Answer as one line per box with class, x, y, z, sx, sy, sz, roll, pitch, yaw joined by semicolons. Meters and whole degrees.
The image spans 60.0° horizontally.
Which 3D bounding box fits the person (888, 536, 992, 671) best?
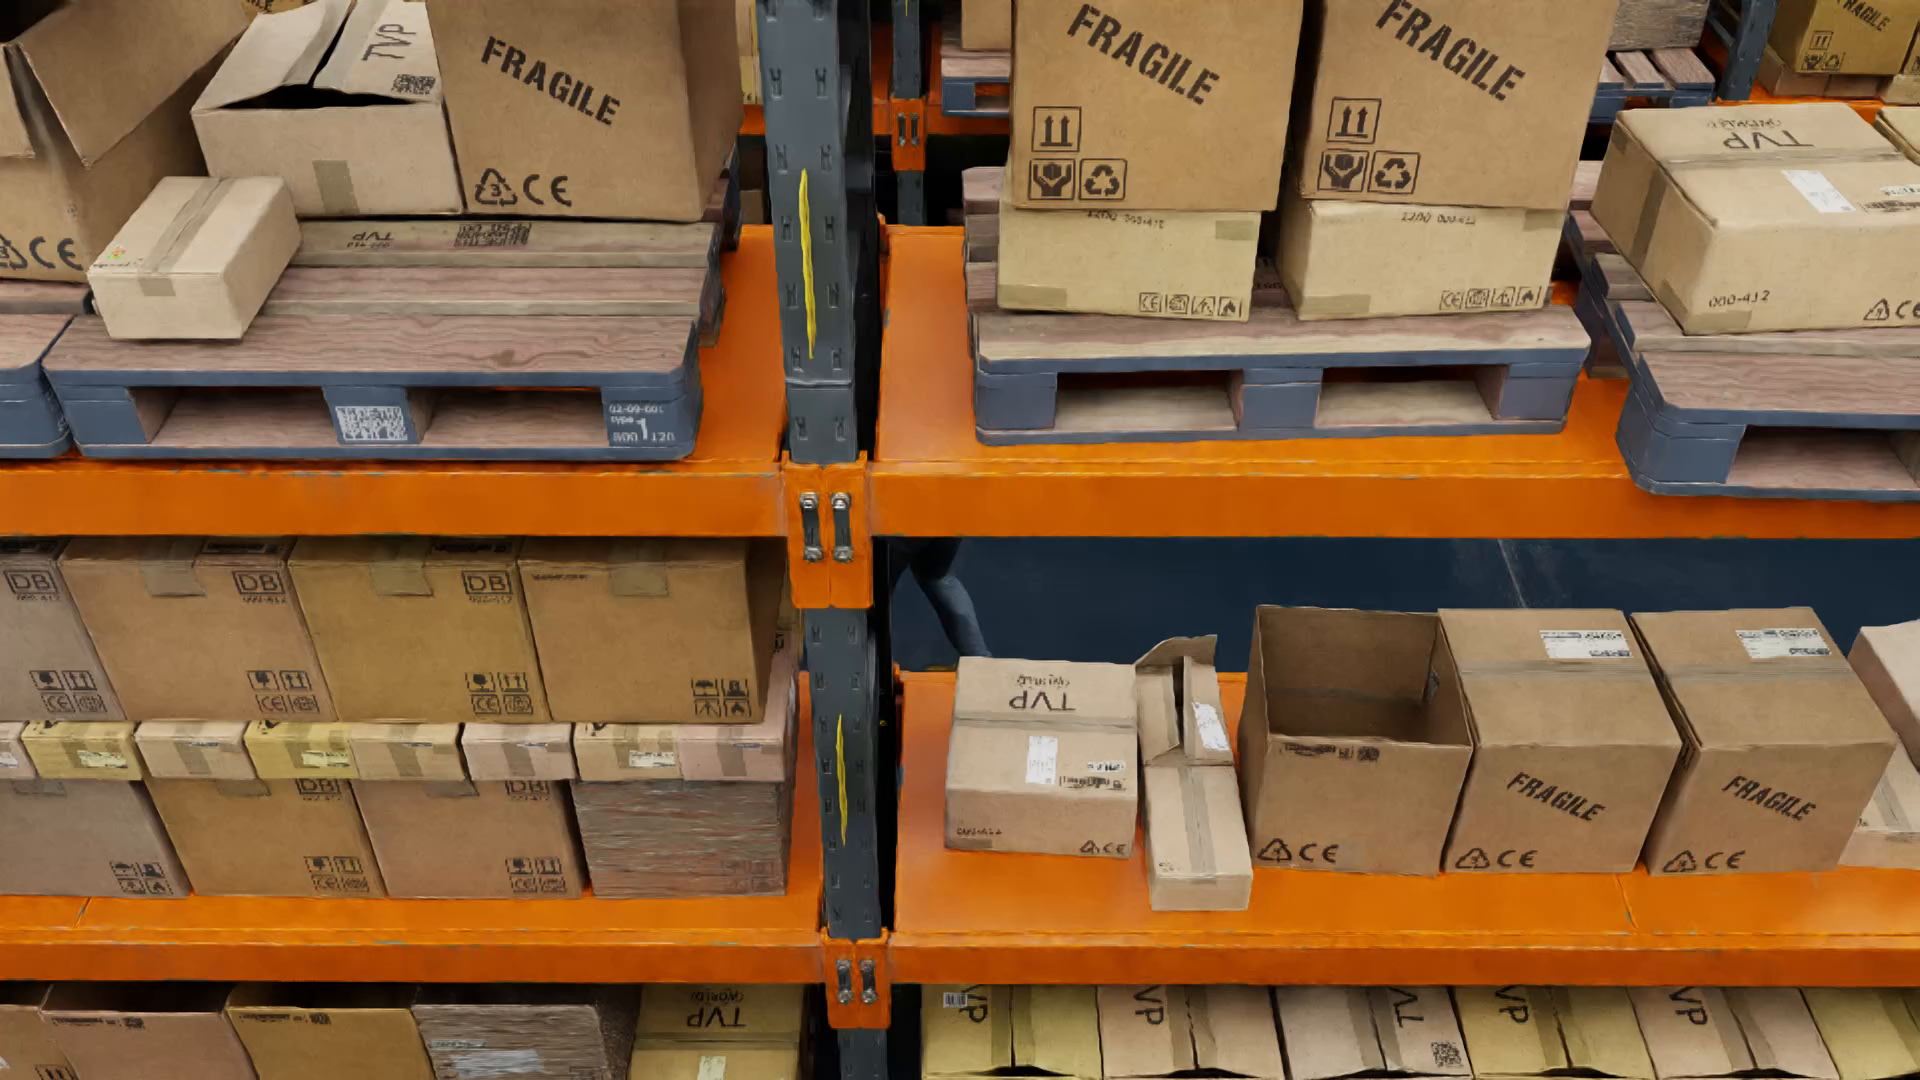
person;-0.179;-0.127;6.306;0.687;1.723;0.623;-20;43;-22
